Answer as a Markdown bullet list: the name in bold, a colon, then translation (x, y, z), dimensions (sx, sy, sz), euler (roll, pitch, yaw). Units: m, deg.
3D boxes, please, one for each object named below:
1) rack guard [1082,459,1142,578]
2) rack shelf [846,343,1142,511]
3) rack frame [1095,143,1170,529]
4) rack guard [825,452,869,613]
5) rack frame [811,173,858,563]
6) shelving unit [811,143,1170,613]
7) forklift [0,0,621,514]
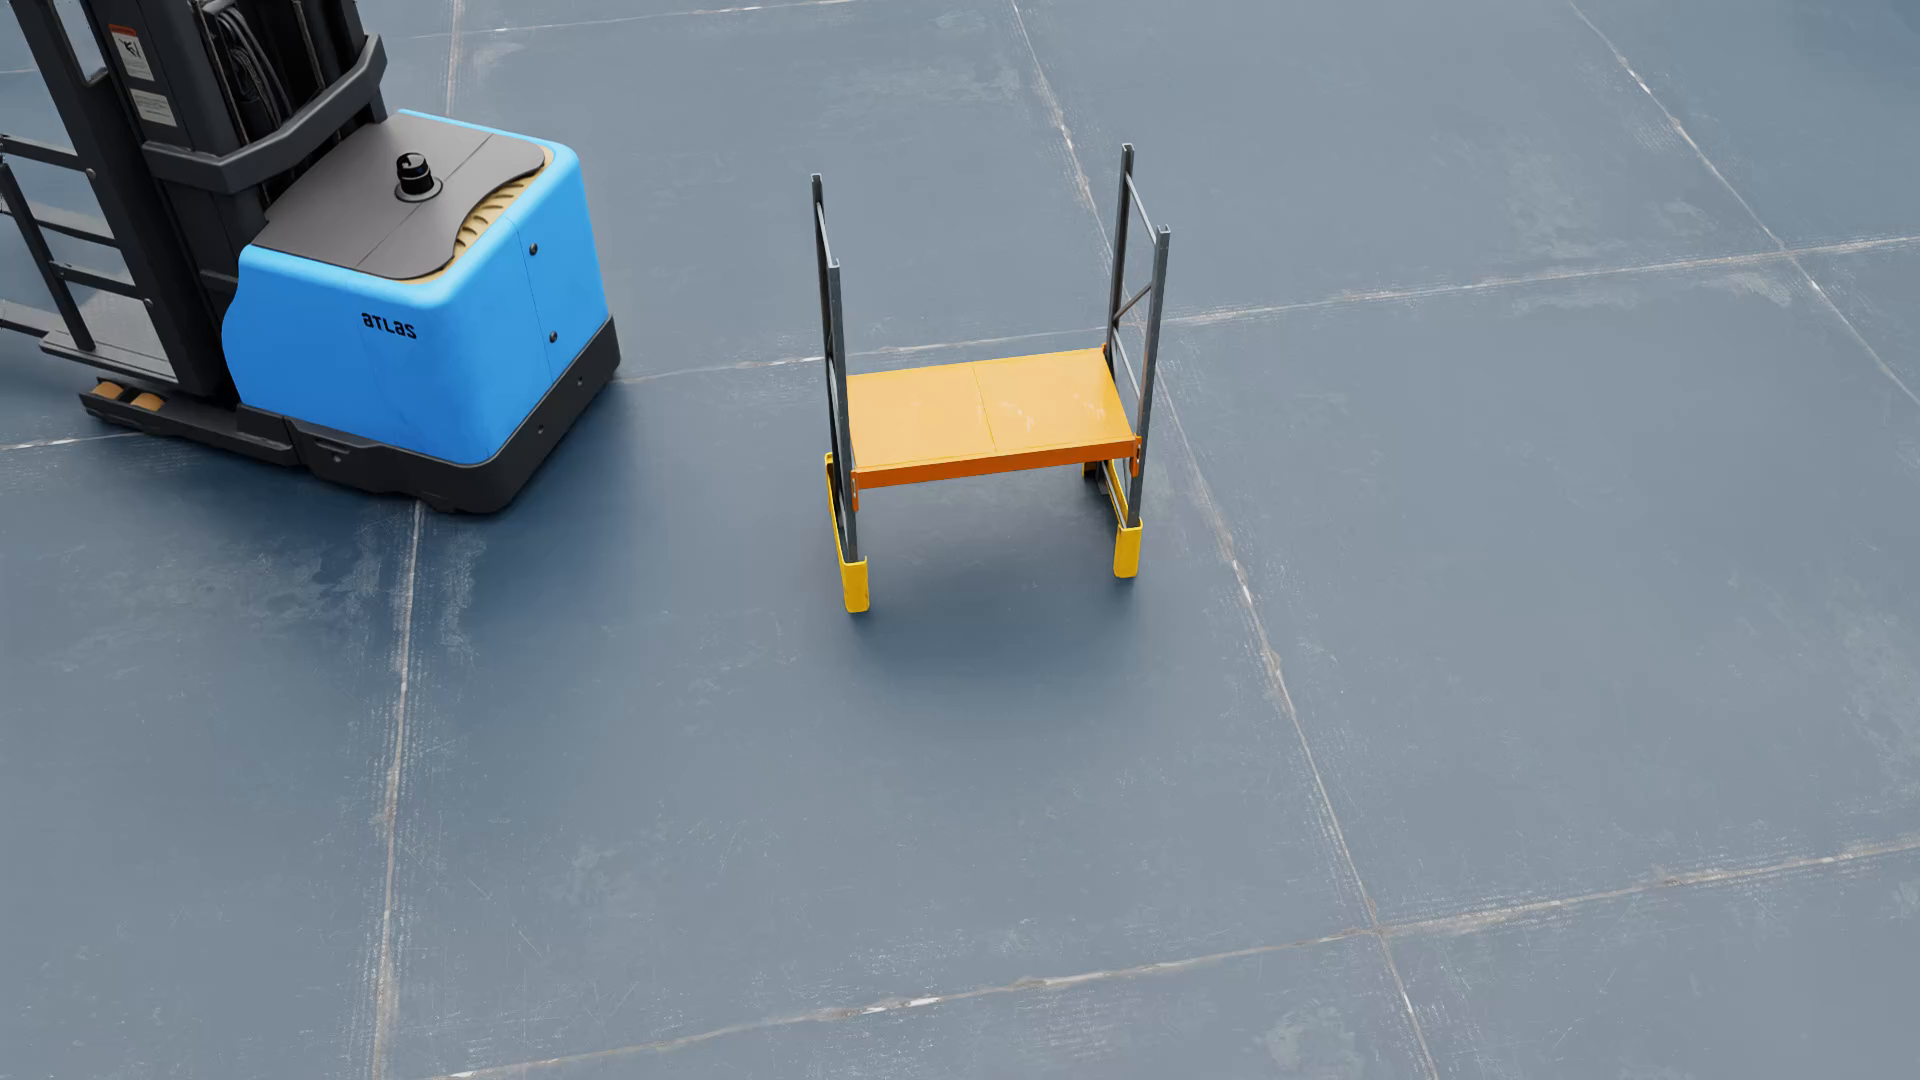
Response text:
- **rack guard**: translation (0.566, -0.157, 6.228), dimensions (0.087, 0.250, 0.587), euler (-7, 46, -7)
- **rack shelf**: translation (0.084, -0.406, 5.850), dimensions (1.000, 0.185, 0.538), euler (-7, 46, -7)
- **rack frame**: translation (0.585, -0.593, 5.780), dimensions (0.032, 1.500, 0.500), euler (-7, 46, -7)
- **rack guard**: translation (-0.416, -0.035, 6.110), dimensions (0.087, 0.250, 0.587), euler (-7, 46, -7)
- **rack frame**: translation (-0.417, -0.468, 5.660), dimensions (0.032, 1.500, 0.500), euler (-7, 46, -7)
- **shelving unit**: translation (0.075, -0.530, 5.719), dimensions (1.083, 1.500, 0.587), euler (-7, 46, -7)
- **forklift**: translation (-2.973, -1.779, 5.929), dimensions (3.031, 2.935, 1.130), euler (15, 48, 14)
